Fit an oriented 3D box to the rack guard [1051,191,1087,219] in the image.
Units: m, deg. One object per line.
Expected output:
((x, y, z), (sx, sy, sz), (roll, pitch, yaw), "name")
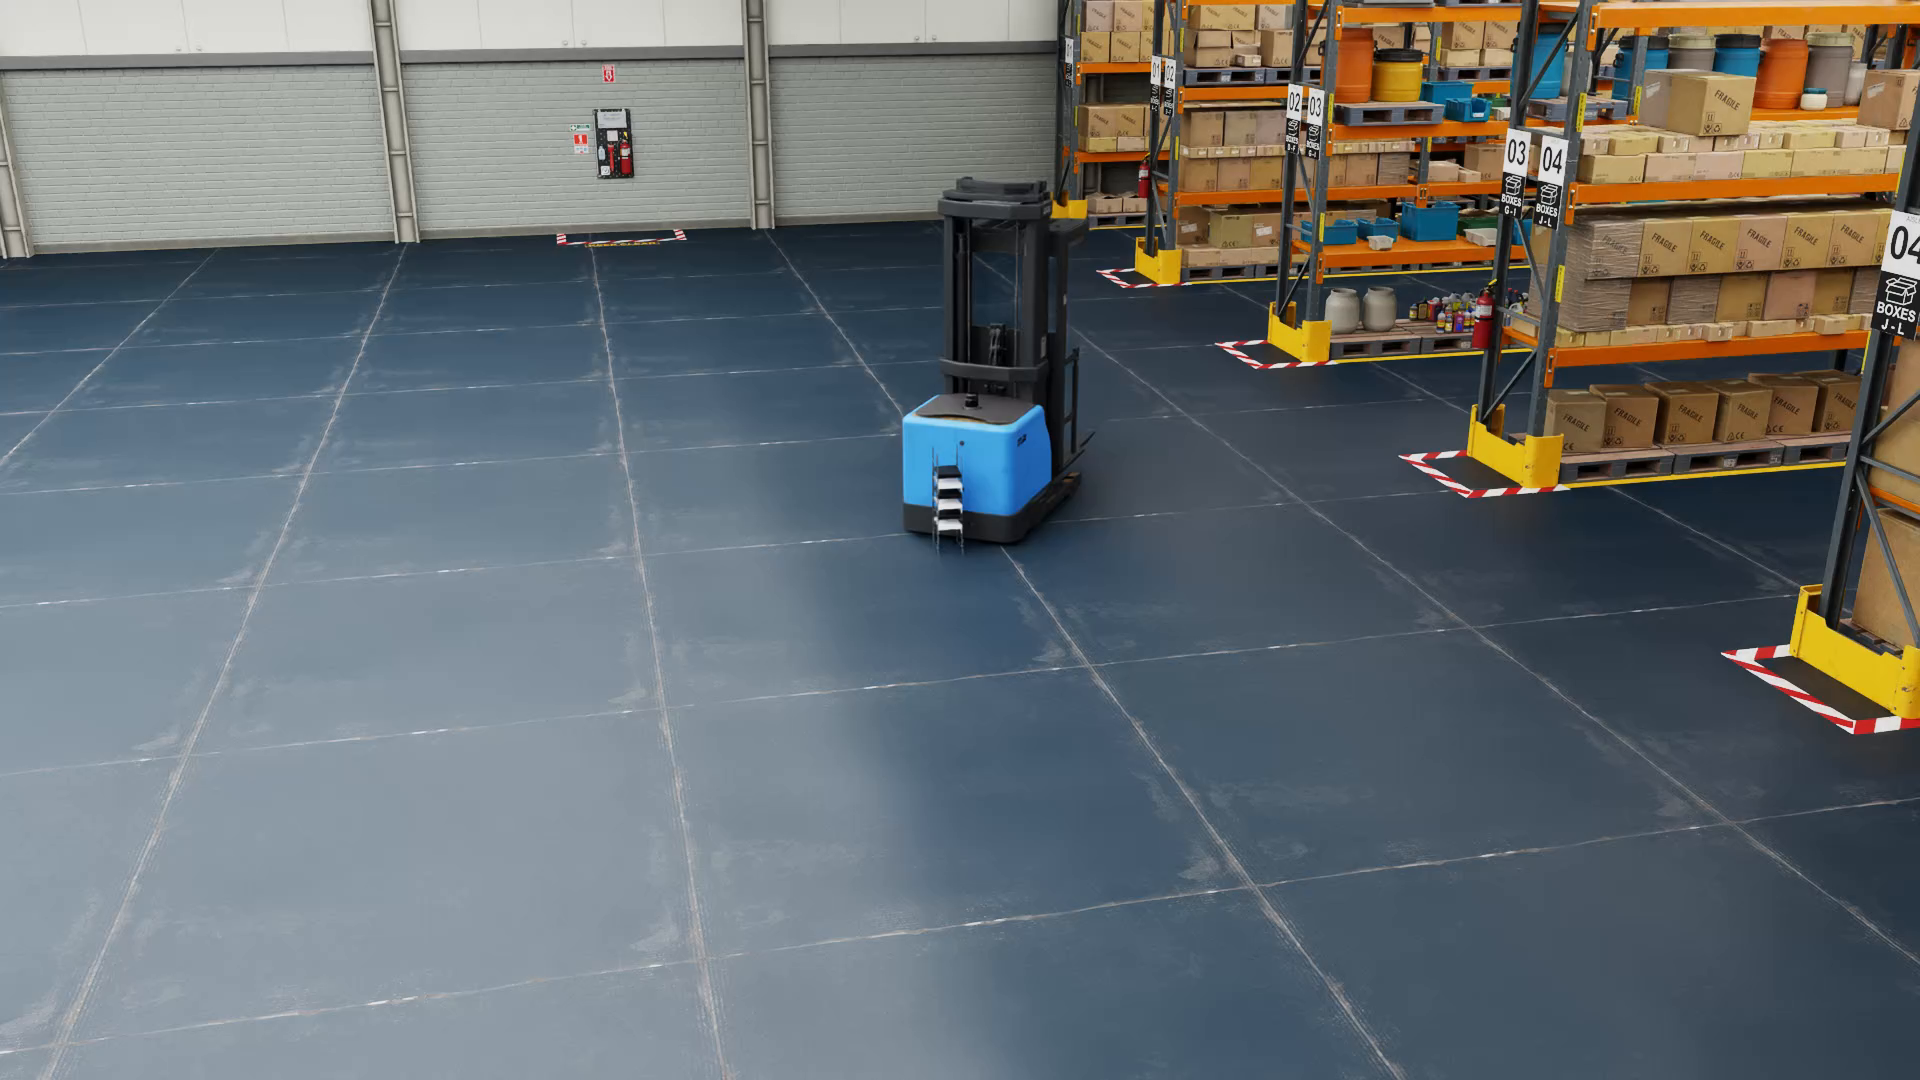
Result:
((1.944, -5.897, 29.685), (0.348, 0.500, 1.175), (-5, 21, -12), "rack guard")

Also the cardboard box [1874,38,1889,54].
((15.102, -8.058, 27.083), (0.500, 0.250, 0.500), (-5, 21, -12), "cardboard box")

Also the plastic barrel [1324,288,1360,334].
((4.772, -2.855, 20.753), (0.421, 0.512, 0.421), (0, 20, 0), "plastic barrel")

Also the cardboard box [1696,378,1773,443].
((7.642, -1.289, 16.495), (0.500, 0.500, 0.500), (-7, 21, -17), "cardboard box")

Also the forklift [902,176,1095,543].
((0.500, -1.825, 15.035), (1.130, 2.935, 3.031), (8, 21, 20), "forklift")

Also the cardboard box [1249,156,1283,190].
((4.465, -5.567, 25.005), (0.500, 0.500, 0.700), (-5, 21, -12), "cardboard box")

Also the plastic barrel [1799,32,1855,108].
((11.086, -6.033, 21.333), (0.600, 0.901, 0.600), (0, 20, 0), "plastic barrel")

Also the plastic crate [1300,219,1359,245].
((4.568, -3.818, 20.593), (0.616, 0.251, 0.499), (-5, 21, -12), "plastic crate")

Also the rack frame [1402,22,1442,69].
((6.906, -8.540, 24.545), (0.127, 3.000, 1.000), (-5, 21, -12), "rack frame")

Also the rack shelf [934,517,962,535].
((-0.106, -0.127, 13.974), (0.200, 0.077, 0.258), (-4, 20, -10), "rack shelf")

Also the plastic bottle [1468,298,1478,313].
((6.622, -2.971, 21.385), (0.135, 0.276, 0.152), (-5, 21, -12), "plastic bottle")

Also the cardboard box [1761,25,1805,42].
((12.887, -7.934, 26.351), (0.600, 0.600, 0.600), (-5, 21, -15), "cardboard box")

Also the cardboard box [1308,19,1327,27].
((6.313, -9.050, 29.543), (0.500, 0.500, 0.500), (-2, 20, -5), "cardboard box")

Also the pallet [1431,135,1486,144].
((8.986, -7.515, 30.749), (1.003, 0.211, 1.213), (-5, 21, -12), "pallet")

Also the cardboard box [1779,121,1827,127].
((8.053, -3.917, 15.925), (0.250, 0.149, 0.380), (-4, 21, -11), "cardboard box")

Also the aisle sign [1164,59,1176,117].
((3.020, -6.519, 23.972), (0.004, 0.787, 0.394), (-5, 21, -12), "aisle sign")

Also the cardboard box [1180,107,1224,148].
((3.522, -6.099, 24.573), (0.500, 0.500, 0.700), (-5, 21, -12), "cardboard box")

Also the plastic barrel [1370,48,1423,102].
((5.230, -5.575, 19.928), (0.600, 0.588, 0.600), (0, 20, 0), "plastic barrel")

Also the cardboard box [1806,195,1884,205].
((8.685, -3.112, 16.419), (0.500, 0.500, 0.500), (-5, 21, -12), "cardboard box")

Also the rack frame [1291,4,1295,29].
((5.762, -10.198, 29.071), (0.127, 3.000, 1.000), (-5, 21, -12), "rack frame")

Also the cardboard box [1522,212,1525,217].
((8.861, -4.964, 26.076), (0.500, 0.311, 0.500), (-4, 21, -11), "cardboard box")

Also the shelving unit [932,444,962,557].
((-0.106, -0.328, 13.901), (0.210, 0.900, 0.258), (-4, 20, -10), "shelving unit")

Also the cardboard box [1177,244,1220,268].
((3.586, -4.281, 25.026), (0.500, 0.250, 0.500), (-5, 21, -12), "cardboard box")

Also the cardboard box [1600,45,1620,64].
((9.864, -7.473, 25.600), (0.500, 0.250, 0.500), (-4, 21, -11), "cardboard box")

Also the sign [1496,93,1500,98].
((9.789, -8.023, 30.288), (0.005, 0.325, 0.100), (-5, 21, -12), "sign")

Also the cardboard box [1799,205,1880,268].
((8.321, -2.895, 15.826), (0.500, 0.500, 0.500), (-5, 21, -12), "cardboard box")

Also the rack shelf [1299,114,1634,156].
((6.096, -4.977, 20.226), (4.000, 0.370, 1.077), (-5, 21, -12), "rack shelf")

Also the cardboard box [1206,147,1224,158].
((3.701, -5.739, 24.532), (0.250, 0.149, 0.380), (-5, 21, -14), "cardboard box")

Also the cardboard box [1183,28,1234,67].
((3.574, -7.170, 24.203), (0.637, 0.503, 0.797), (-3, 20, -9), "cardboard box")

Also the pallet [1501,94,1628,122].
((7.362, -5.295, 20.321), (1.003, 0.211, 1.213), (-5, 21, -12), "pallet")

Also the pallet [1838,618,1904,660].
((7.092, 0.798, 11.830), (1.213, 0.211, 1.003), (-5, 21, -12), "pallet")

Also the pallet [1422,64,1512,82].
((7.761, -7.116, 25.297), (1.217, 0.209, 0.805), (-5, 21, -15), "pallet")

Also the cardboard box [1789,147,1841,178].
((7.793, -3.541, 15.479), (0.500, 0.250, 0.500), (-5, 21, -13), "cardboard box")

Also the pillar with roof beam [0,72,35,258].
((-14.174, -7.361, 21.325), (0.400, 9.000, 9.100), (-5, 21, -12), "pillar with roof beam")

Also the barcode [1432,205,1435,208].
((7.250, -5.088, 25.441), (0.075, 0.075, 0.001), (-5, 21, -12), "barcode")

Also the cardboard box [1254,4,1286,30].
((5.337, -9.185, 29.038), (0.500, 0.500, 0.500), (-6, 21, -17), "cardboard box")

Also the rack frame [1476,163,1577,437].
((5.289, -2.090, 15.660), (0.127, 3.000, 1.000), (-5, 21, -12), "rack frame")

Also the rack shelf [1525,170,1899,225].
((7.236, -3.319, 15.700), (4.000, 0.370, 1.077), (-5, 21, -12), "rack shelf")

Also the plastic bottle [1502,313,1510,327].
((6.822, -2.793, 20.898), (0.135, 0.276, 0.152), (-4, 21, -11), "plastic bottle")

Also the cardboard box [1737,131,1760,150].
((7.116, -3.687, 15.296), (0.250, 0.149, 0.380), (-5, 21, -13), "cardboard box")

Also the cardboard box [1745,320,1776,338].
((7.577, -2.060, 15.942), (0.250, 0.149, 0.380), (-5, 21, -12), "cardboard box")

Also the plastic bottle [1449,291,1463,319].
((6.383, -3.039, 21.462), (0.185, 0.351, 0.144), (-4, 20, -10), "plastic bottle")

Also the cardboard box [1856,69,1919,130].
((8.803, -4.116, 15.524), (0.500, 0.500, 0.500), (-5, 21, -14), "cardboard box")

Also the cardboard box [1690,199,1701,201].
((11.709, -5.583, 27.099), (0.500, 0.250, 0.500), (-4, 20, -10), "cardboard box")

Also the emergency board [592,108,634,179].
((-5.901, -6.752, 28.385), (0.643, 1.169, 0.194), (-5, 21, -12), "emergency board")

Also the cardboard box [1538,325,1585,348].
((5.621, -1.915, 15.547), (0.250, 0.149, 0.380), (-5, 21, -12), "cardboard box")

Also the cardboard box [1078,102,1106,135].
((2.280, -7.464, 29.428), (0.500, 0.500, 0.500), (-5, 21, -13), "cardboard box")

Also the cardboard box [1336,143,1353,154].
((5.700, -5.901, 24.976), (0.250, 0.149, 0.380), (-5, 21, -13), "cardboard box")

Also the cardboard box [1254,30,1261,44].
((5.325, -8.723, 29.231), (0.500, 0.500, 0.500), (-4, 21, -11), "cardboard box")

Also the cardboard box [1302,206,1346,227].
((5.530, -4.795, 25.340), (0.500, 0.500, 0.500), (-5, 21, -12), "cardboard box")

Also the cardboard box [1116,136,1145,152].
((2.920, -6.982, 29.202), (0.500, 0.250, 0.500), (-5, 21, -14), "cardboard box")

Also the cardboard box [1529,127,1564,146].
((5.488, -3.742, 15.446), (0.250, 0.149, 0.380), (-5, 21, -12), "cardboard box")

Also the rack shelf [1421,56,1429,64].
((7.709, -8.610, 30.143), (4.000, 0.370, 1.077), (-5, 21, -12), "rack shelf")
